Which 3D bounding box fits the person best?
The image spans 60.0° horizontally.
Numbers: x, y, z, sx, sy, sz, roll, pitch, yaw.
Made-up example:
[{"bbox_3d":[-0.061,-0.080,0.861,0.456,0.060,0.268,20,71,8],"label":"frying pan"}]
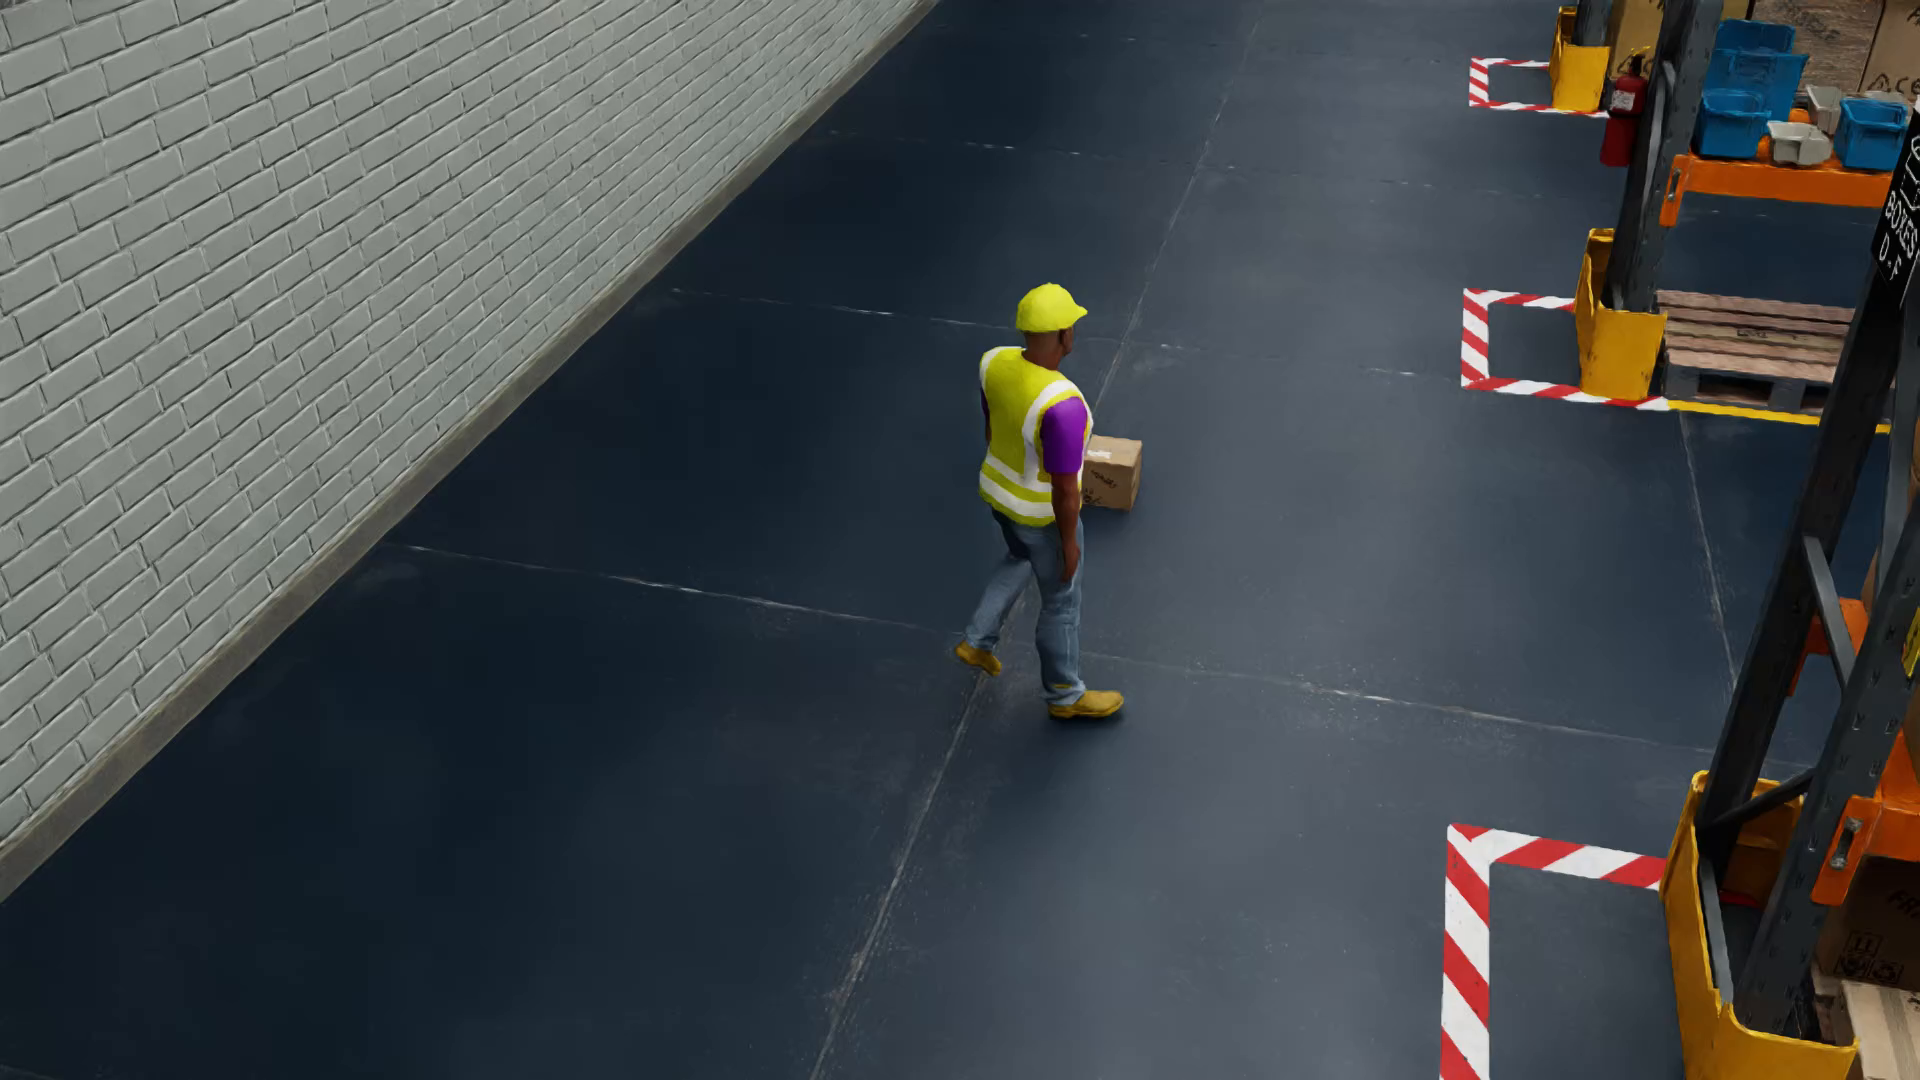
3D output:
[{"bbox_3d":[0.267,-0.124,6.277,0.548,1.764,0.644,-20,38,-28],"label":"person"}]
